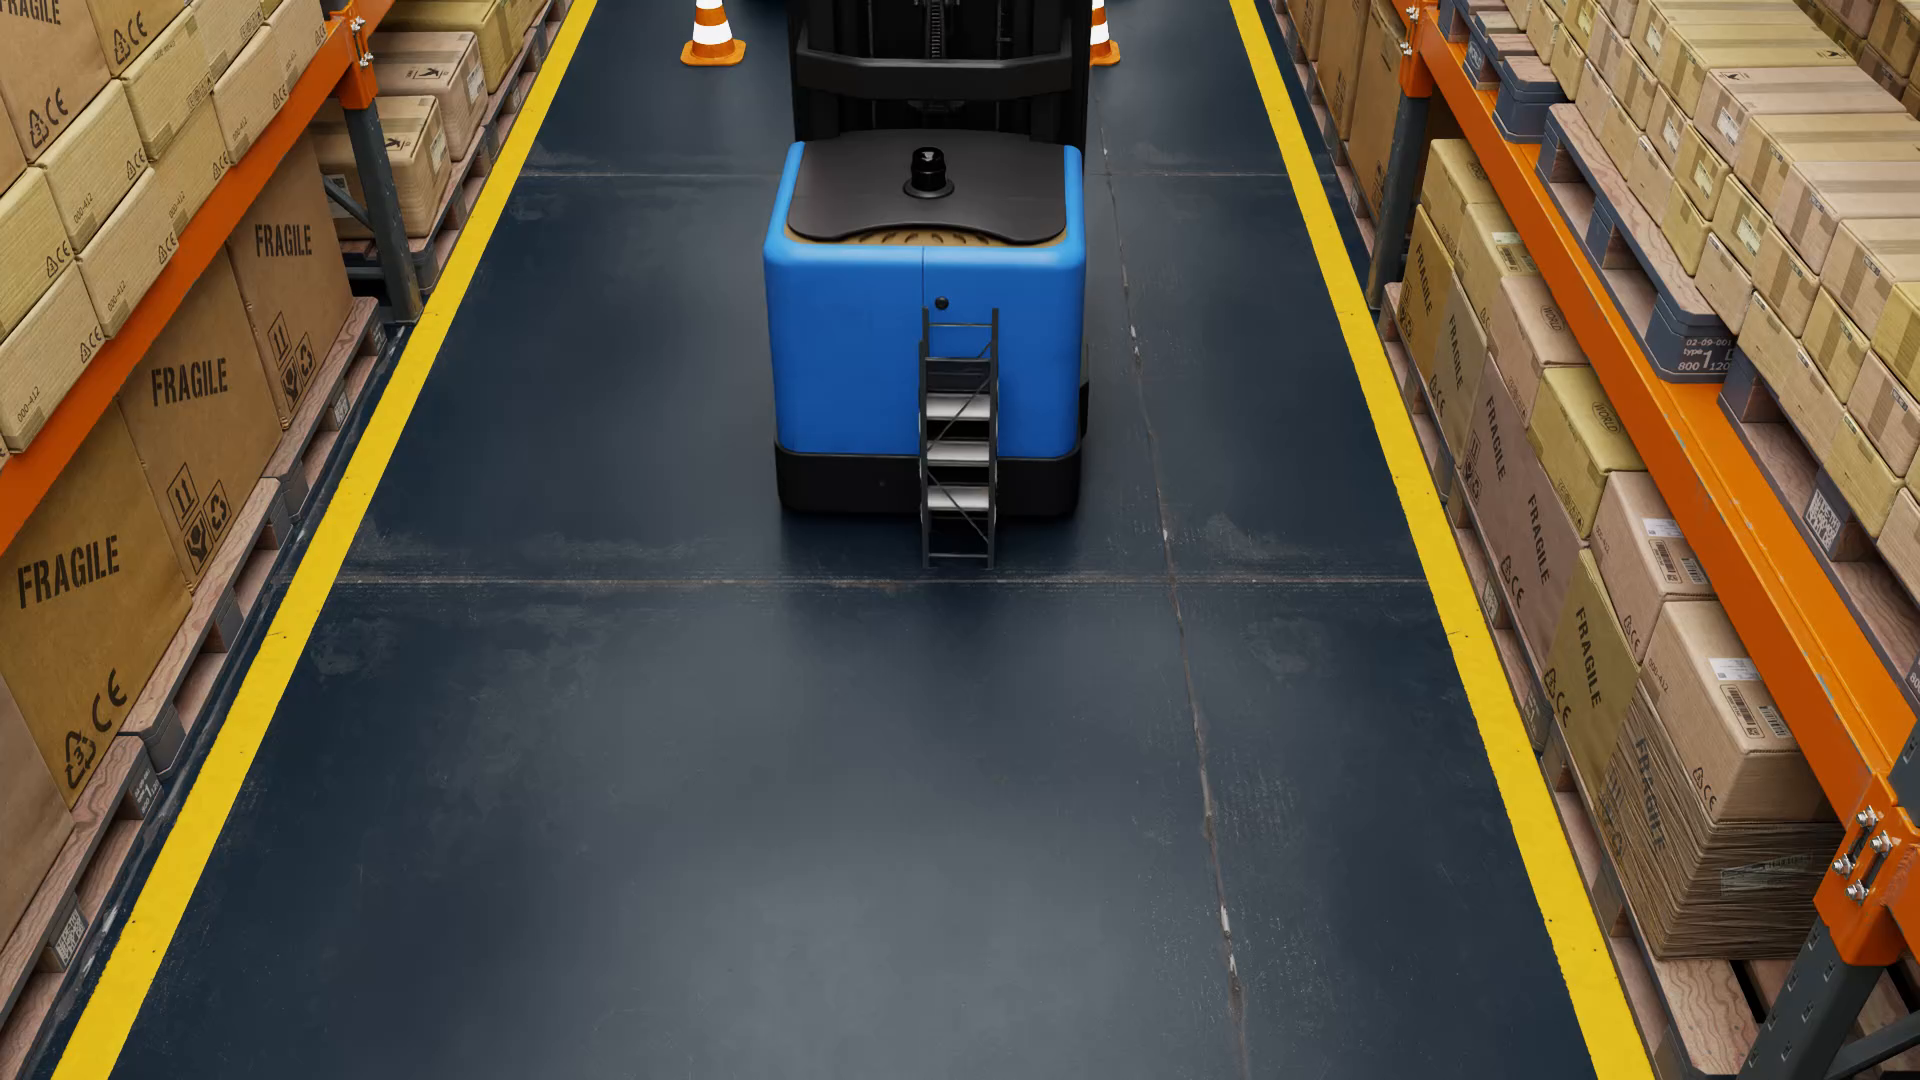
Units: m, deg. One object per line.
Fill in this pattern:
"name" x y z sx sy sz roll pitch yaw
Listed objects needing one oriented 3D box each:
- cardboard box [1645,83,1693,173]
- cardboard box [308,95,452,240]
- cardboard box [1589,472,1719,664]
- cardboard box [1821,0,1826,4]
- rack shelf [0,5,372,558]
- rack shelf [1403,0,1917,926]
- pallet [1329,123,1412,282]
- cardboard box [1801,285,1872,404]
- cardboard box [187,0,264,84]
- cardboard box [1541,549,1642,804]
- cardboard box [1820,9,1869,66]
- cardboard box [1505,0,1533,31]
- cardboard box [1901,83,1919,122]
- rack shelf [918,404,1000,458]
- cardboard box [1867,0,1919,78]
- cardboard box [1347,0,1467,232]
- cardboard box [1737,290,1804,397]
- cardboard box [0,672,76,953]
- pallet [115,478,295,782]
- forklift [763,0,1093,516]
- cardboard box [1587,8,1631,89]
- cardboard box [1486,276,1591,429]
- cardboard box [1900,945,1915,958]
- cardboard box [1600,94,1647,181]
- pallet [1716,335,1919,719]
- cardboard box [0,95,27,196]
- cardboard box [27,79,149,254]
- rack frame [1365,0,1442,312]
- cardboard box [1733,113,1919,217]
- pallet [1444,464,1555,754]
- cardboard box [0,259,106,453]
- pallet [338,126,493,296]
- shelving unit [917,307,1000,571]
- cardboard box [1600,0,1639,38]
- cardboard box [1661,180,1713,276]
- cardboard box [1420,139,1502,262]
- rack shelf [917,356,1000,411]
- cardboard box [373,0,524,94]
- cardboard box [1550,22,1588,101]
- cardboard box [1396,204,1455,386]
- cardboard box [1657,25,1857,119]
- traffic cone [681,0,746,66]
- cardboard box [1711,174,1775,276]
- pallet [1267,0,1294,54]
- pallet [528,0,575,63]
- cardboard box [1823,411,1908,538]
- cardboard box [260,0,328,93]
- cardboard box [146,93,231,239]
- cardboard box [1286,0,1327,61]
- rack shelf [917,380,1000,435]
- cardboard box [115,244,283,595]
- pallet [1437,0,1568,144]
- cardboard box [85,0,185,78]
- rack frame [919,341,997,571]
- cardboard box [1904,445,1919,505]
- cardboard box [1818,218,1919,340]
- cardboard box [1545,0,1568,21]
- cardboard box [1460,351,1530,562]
"cardboard box" 2.018 -1.065 4.308 0.380 0.149 0.250 1 39 2
"cardboard box" -2.729 -1.585 7.095 0.950 0.372 0.625 -2 39 -3
"cardboard box" 1.975 0.073 4.323 0.500 0.250 0.500 2 39 2
"cardboard box" 2.673 -1.664 4.817 0.380 0.149 0.250 1 39 1
"rack shelf" -2.736 -0.562 4.627 1.077 0.370 4.000 0 39 0
"rack shelf" 2.214 -0.628 4.711 1.077 0.370 4.000 0 39 0
"pallet" 2.286 -1.565 7.534 1.003 0.211 1.213 0 39 0
"cardboard box" 2.019 -0.409 3.489 0.380 0.149 0.250 2 39 2
"cardboard box" -2.480 -1.606 5.076 0.500 0.250 0.500 -1 39 -1
"cardboard box" 1.963 0.370 4.553 0.500 0.500 0.500 -1 39 -1
"cardboard box" 2.670 -1.390 4.712 0.380 0.149 0.250 0 39 0
"cardboard box" 2.010 -1.778 5.435 0.380 0.149 0.250 2 39 2
"cardboard box" 2.672 -1.065 4.308 0.380 0.149 0.250 -1 39 -1
"rack shelf" -0.003 -0.359 5.388 0.258 0.077 0.200 1 39 2
"cardboard box" 2.670 -1.343 4.417 0.380 0.149 0.250 2 39 2
"cardboard box" 2.301 -1.827 7.094 1.050 0.750 0.750 -1 39 -1
"cardboard box" 2.018 -0.448 3.775 0.380 0.149 0.250 -2 39 -2
"cardboard box" -2.815 0.686 3.859 0.875 0.875 0.875 1 39 1
"pallet" -2.814 0.249 5.270 1.003 0.211 1.213 0 39 0
"forklift" -0.064 -2.124 6.057 1.130 2.935 3.031 1 39 2
"cardboard box" 2.017 -1.389 4.712 0.380 0.149 0.250 0 39 0
"cardboard box" 1.959 -0.583 5.142 0.500 0.250 0.500 0 39 0
"cardboard box" 2.480 0.691 4.152 0.500 0.500 0.500 1 39 2
"cardboard box" 2.014 -1.117 4.610 0.380 0.149 0.250 0 39 1
"pallet" 2.361 -0.062 3.582 1.003 0.211 1.213 0 39 0
"cardboard box" -2.473 -0.928 3.630 0.500 0.500 0.500 -1 39 -1
"cardboard box" -2.458 -0.961 4.271 0.500 0.250 0.500 -1 39 -1
"rack frame" 2.211 -2.160 6.046 1.000 3.000 0.127 0 39 0
"cardboard box" 2.024 -0.855 3.807 0.380 0.149 0.250 -1 39 -2
"pallet" 2.209 0.178 5.359 1.003 0.211 1.213 0 39 0
"cardboard box" -2.457 -0.453 4.036 0.500 0.250 0.500 0 39 0
"pallet" -2.738 -1.494 7.445 1.003 0.211 1.213 0 39 0
"shelving unit" -0.003 -0.315 5.423 0.258 0.900 0.210 1 39 2
"cardboard box" 2.019 -1.512 4.628 0.380 0.149 0.250 2 39 2
"cardboard box" 2.013 -0.787 4.199 0.380 0.149 0.250 2 39 2
"cardboard box" 1.970 -1.209 5.924 0.500 0.250 0.500 -2 39 -2
"rack shelf" -0.003 -0.499 5.275 0.258 0.077 0.200 1 39 2
"cardboard box" -2.733 -2.521 8.262 0.950 0.372 0.625 1 39 1
"cardboard box" 2.013 -1.440 5.014 0.380 0.149 0.250 2 39 2
"cardboard box" 1.957 -0.906 6.145 0.500 0.500 0.500 -2 39 -2
"cardboard box" 2.018 -1.191 4.227 0.380 0.149 0.250 -1 39 -1
"traffic cone" -1.342 -2.830 8.911 0.336 0.463 0.334 0 39 0
"cardboard box" 2.016 -0.743 3.905 0.380 0.149 0.250 -2 39 -2
"pallet" 2.283 -3.091 9.438 1.003 0.211 1.213 0 39 0
"pallet" -2.741 -3.019 9.349 1.003 0.211 1.213 0 39 0
"cardboard box" 2.017 -0.135 3.385 0.380 0.149 0.250 0 39 0
"cardboard box" -2.478 -1.718 5.616 0.500 0.250 0.500 -1 39 -2
"cardboard box" -2.477 -1.084 4.824 0.500 0.250 0.500 0 39 -1
"cardboard box" 2.295 -2.956 8.503 1.050 0.750 0.750 0 39 0
"rack shelf" -0.003 -0.429 5.331 0.258 0.077 0.200 1 39 2
"cardboard box" -2.824 -0.438 5.261 0.875 0.875 0.875 0 39 1
"pallet" 2.319 -1.639 5.550 1.213 0.211 1.003 0 39 0
"cardboard box" -2.474 -1.568 4.428 0.500 0.500 0.500 0 39 0
"rack frame" -0.006 -0.251 5.344 0.240 0.900 0.006 1 39 2
"cardboard box" 2.018 -0.089 3.090 0.380 0.149 0.250 1 39 1
"cardboard box" 2.021 -0.537 3.411 0.380 0.149 0.250 -1 39 -1
"cardboard box" 2.017 -1.703 5.103 0.380 0.149 0.250 -1 39 -1
"cardboard box" 1.967 -0.270 5.352 0.500 0.500 0.500 -1 39 -1
